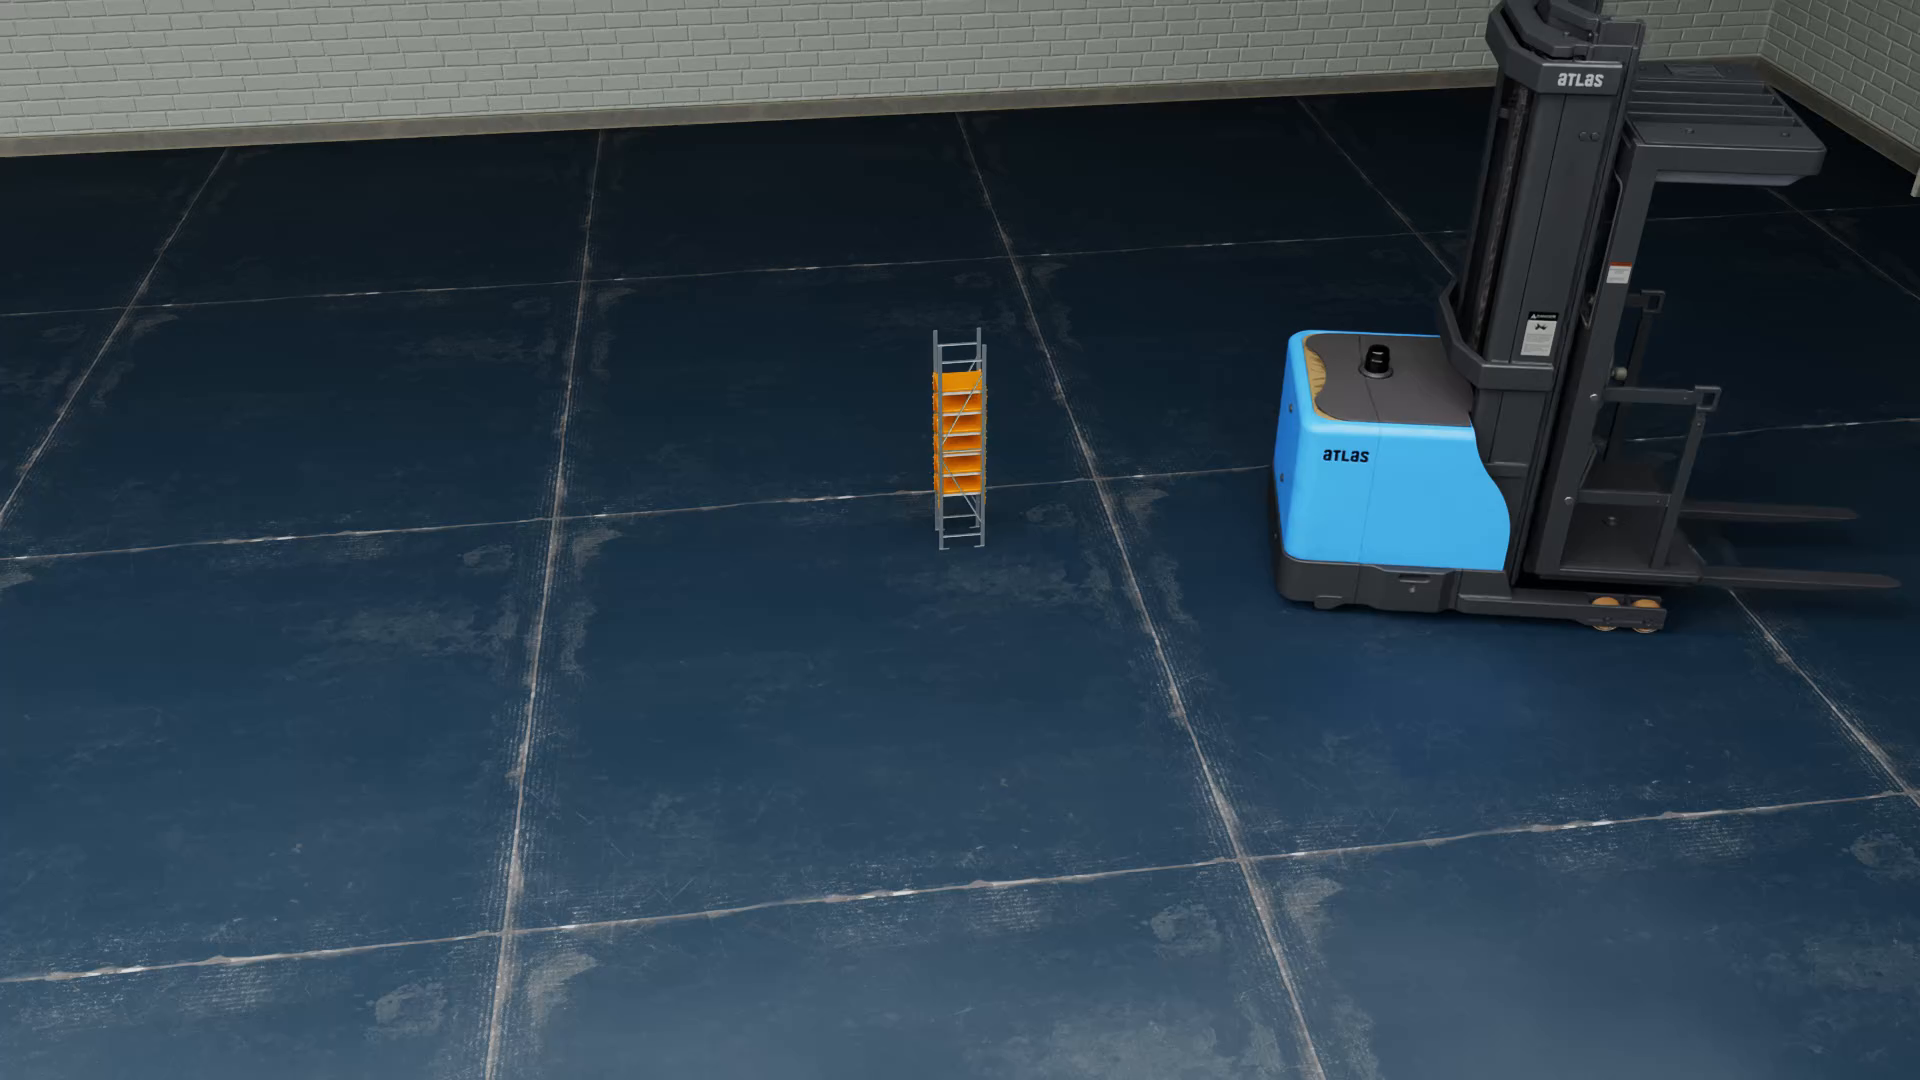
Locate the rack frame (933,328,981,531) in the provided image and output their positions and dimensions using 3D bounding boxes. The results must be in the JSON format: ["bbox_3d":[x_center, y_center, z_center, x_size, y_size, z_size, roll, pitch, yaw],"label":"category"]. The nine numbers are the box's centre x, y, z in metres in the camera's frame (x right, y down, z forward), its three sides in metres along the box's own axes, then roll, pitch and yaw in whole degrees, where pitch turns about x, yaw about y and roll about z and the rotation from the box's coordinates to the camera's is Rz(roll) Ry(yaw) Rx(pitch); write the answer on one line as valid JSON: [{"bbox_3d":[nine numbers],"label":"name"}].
[{"bbox_3d":[-0.014,-0.555,8.628,0.240,1.200,0.006,-4,35,-6],"label":"rack frame"}]

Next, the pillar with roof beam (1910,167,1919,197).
[{"bbox_3d":[3.213,-5.953,9.623,9.100,9.000,0.400,-4,35,-6],"label":"pillar with roof beam"}]

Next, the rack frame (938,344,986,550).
[{"bbox_3d":[0.010,-0.453,8.478,0.240,1.200,0.006,-4,35,-6],"label":"rack frame"}]

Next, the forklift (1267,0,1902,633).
[{"bbox_3d":[3.145,-1.067,7.842,3.031,2.935,1.130,3,34,4],"label":"forklift"}]

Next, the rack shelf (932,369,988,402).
[{"bbox_3d":[-0.002,-0.765,8.375,0.258,0.103,0.180,-4,35,-6],"label":"rack shelf"}]

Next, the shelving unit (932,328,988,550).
[{"bbox_3d":[-0.002,-0.504,8.553,0.258,1.200,0.189,-4,35,-6],"label":"shelving unit"}]

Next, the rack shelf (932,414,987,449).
[{"bbox_3d":[-0.002,-0.566,8.510,0.258,0.103,0.180,-4,35,-6],"label":"rack shelf"}]

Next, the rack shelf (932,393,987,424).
[{"bbox_3d":[-0.002,-0.665,8.442,0.258,0.103,0.180,-4,35,-6],"label":"rack shelf"}]

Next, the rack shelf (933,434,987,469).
[{"bbox_3d":[-0.002,-0.467,8.578,0.258,0.103,0.180,-4,35,-6],"label":"rack shelf"}]

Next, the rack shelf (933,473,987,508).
[{"bbox_3d":[-0.002,-0.269,8.713,0.258,0.103,0.180,-4,35,-6],"label":"rack shelf"}]

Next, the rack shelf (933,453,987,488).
[{"bbox_3d":[-0.002,-0.368,8.645,0.258,0.103,0.180,-4,35,-6],"label":"rack shelf"}]
